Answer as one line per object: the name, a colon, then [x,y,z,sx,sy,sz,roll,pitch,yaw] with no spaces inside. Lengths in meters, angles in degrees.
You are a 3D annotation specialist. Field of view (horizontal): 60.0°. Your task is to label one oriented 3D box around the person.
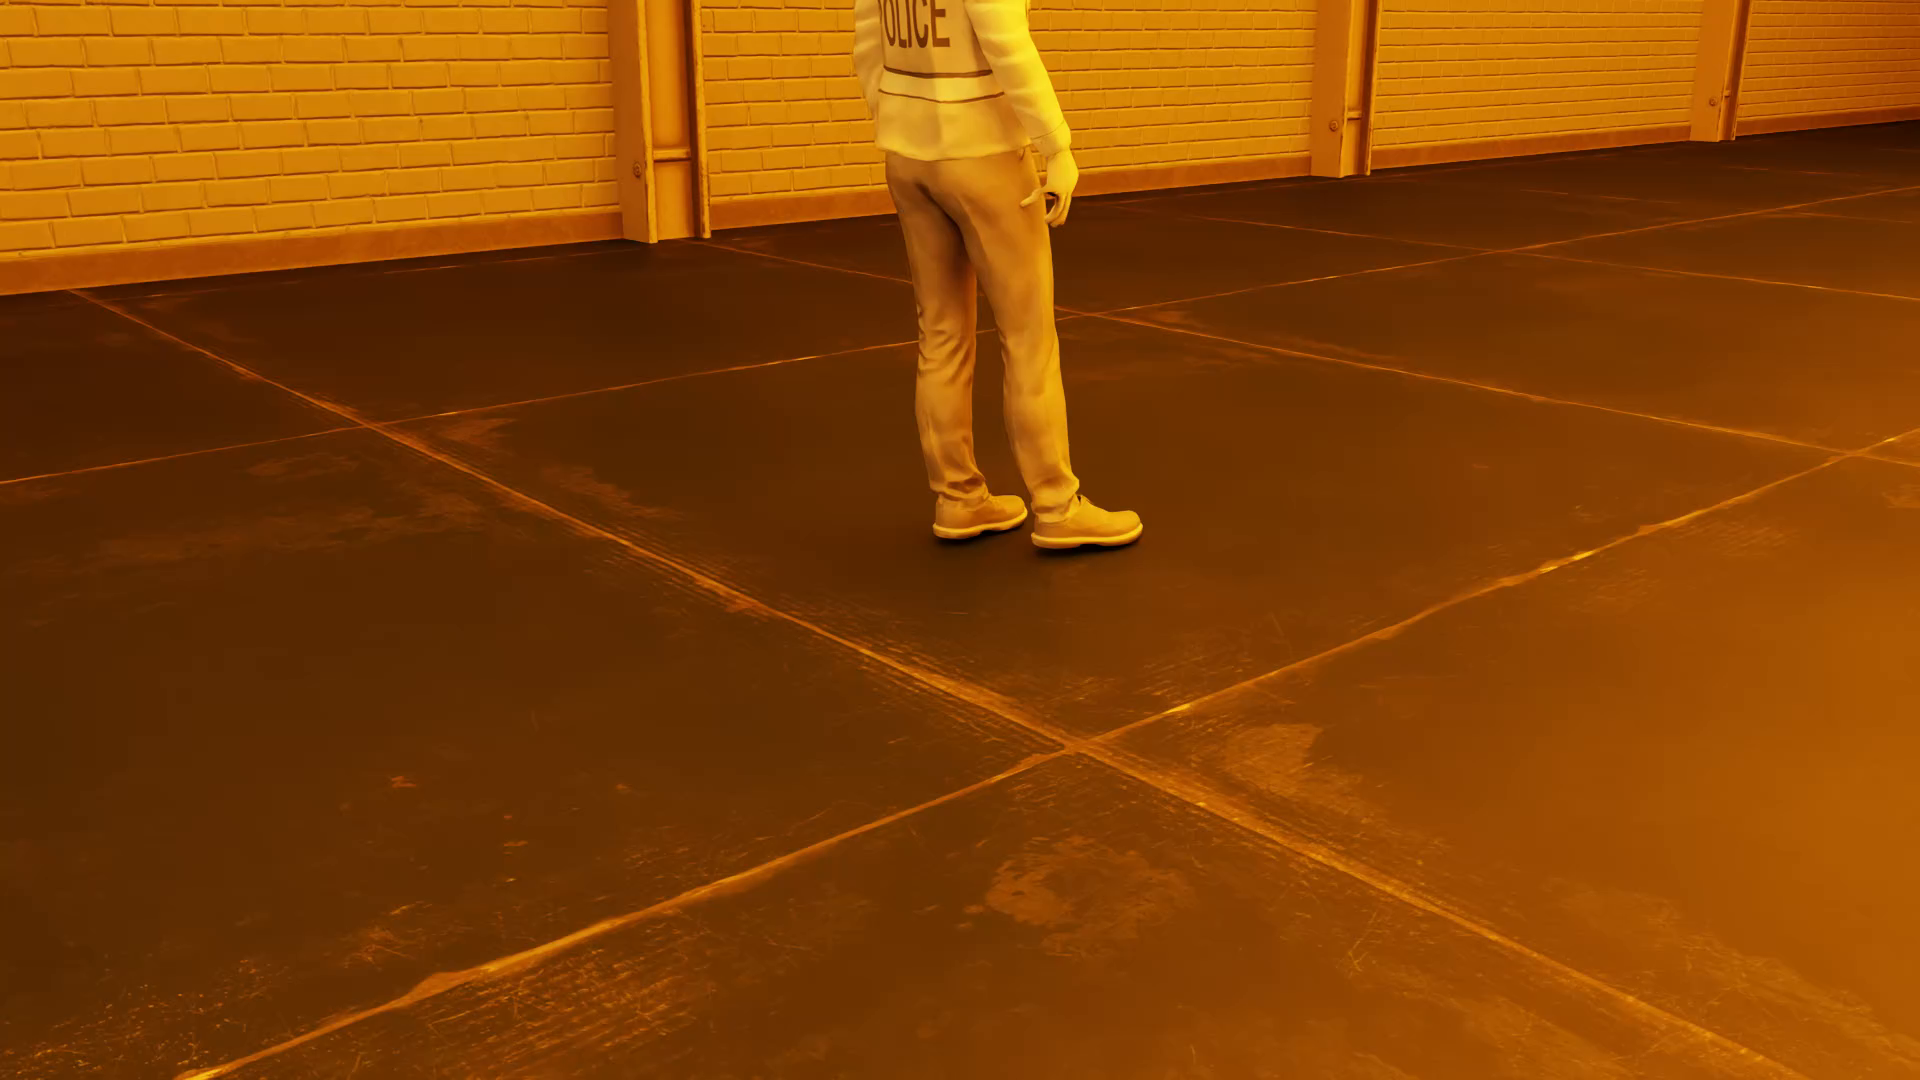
person: [0.056,-0.827,3.631,0.531,1.695,0.587,-14,22,-38]
